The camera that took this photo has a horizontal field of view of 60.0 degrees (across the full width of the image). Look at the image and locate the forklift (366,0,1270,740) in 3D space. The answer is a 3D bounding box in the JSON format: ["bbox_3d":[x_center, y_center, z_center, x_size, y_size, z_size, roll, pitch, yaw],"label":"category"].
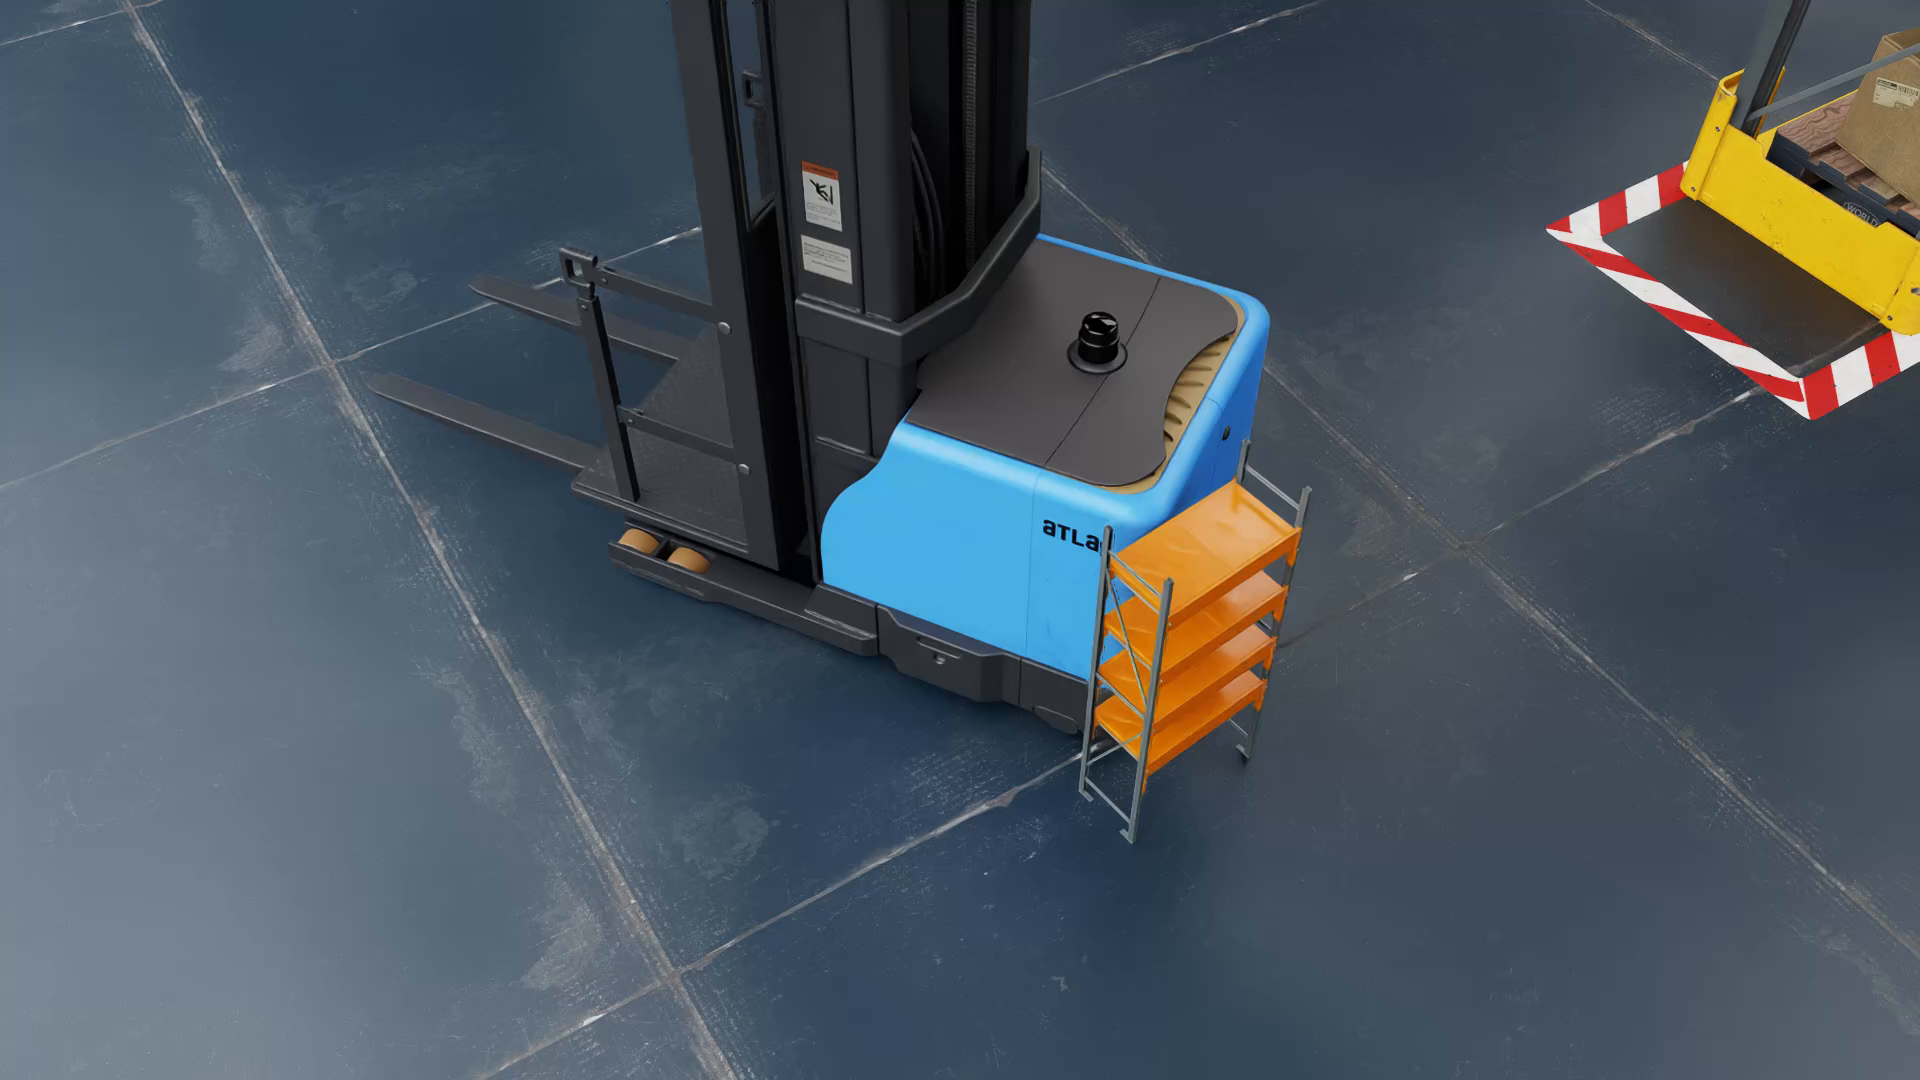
[{"bbox_3d":[-0.618,-1.124,4.788,3.031,2.935,1.130,19,51,17],"label":"forklift"}]

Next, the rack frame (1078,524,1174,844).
[{"bbox_3d":[0.442,0.432,4.562,0.015,1.200,0.240,-31,55,-25],"label":"rack frame"}]

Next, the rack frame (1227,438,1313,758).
[{"bbox_3d":[0.823,0.204,4.765,0.015,1.200,0.240,-31,55,-25],"label":"rack frame"}]

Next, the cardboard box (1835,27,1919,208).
[{"bbox_3d":[3.973,-1.727,6.672,0.500,0.500,0.500,-16,50,-14],"label":"cardboard box"}]

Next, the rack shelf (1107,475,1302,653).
[{"bbox_3d":[0.632,0.057,4.370,0.480,0.148,0.258,-31,55,-25],"label":"rack shelf"}]

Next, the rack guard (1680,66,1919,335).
[{"bbox_3d":[3.501,-1.380,6.644,0.348,0.500,1.175,-25,53,-21],"label":"rack guard"}]

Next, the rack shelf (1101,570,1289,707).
[{"bbox_3d":[0.632,0.214,4.546,0.480,0.148,0.258,-31,55,-25],"label":"rack shelf"}]

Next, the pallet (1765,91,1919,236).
[{"bbox_3d":[4.206,-1.585,7.020,1.213,0.211,1.003,-25,53,-21],"label":"pallet"}]

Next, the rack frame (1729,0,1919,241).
[{"bbox_3d":[3.436,-2.181,5.683,0.127,3.000,1.000,-25,53,-21],"label":"rack frame"}]

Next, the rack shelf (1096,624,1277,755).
[{"bbox_3d":[0.632,0.363,4.713,0.480,0.148,0.258,-31,55,-25],"label":"rack shelf"}]

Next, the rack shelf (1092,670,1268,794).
[{"bbox_3d":[0.632,0.495,4.862,0.480,0.148,0.258,-31,55,-25],"label":"rack shelf"}]

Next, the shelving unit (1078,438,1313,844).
[{"bbox_3d":[0.632,0.318,4.663,0.503,1.200,0.258,-31,55,-25],"label":"shelving unit"}]
